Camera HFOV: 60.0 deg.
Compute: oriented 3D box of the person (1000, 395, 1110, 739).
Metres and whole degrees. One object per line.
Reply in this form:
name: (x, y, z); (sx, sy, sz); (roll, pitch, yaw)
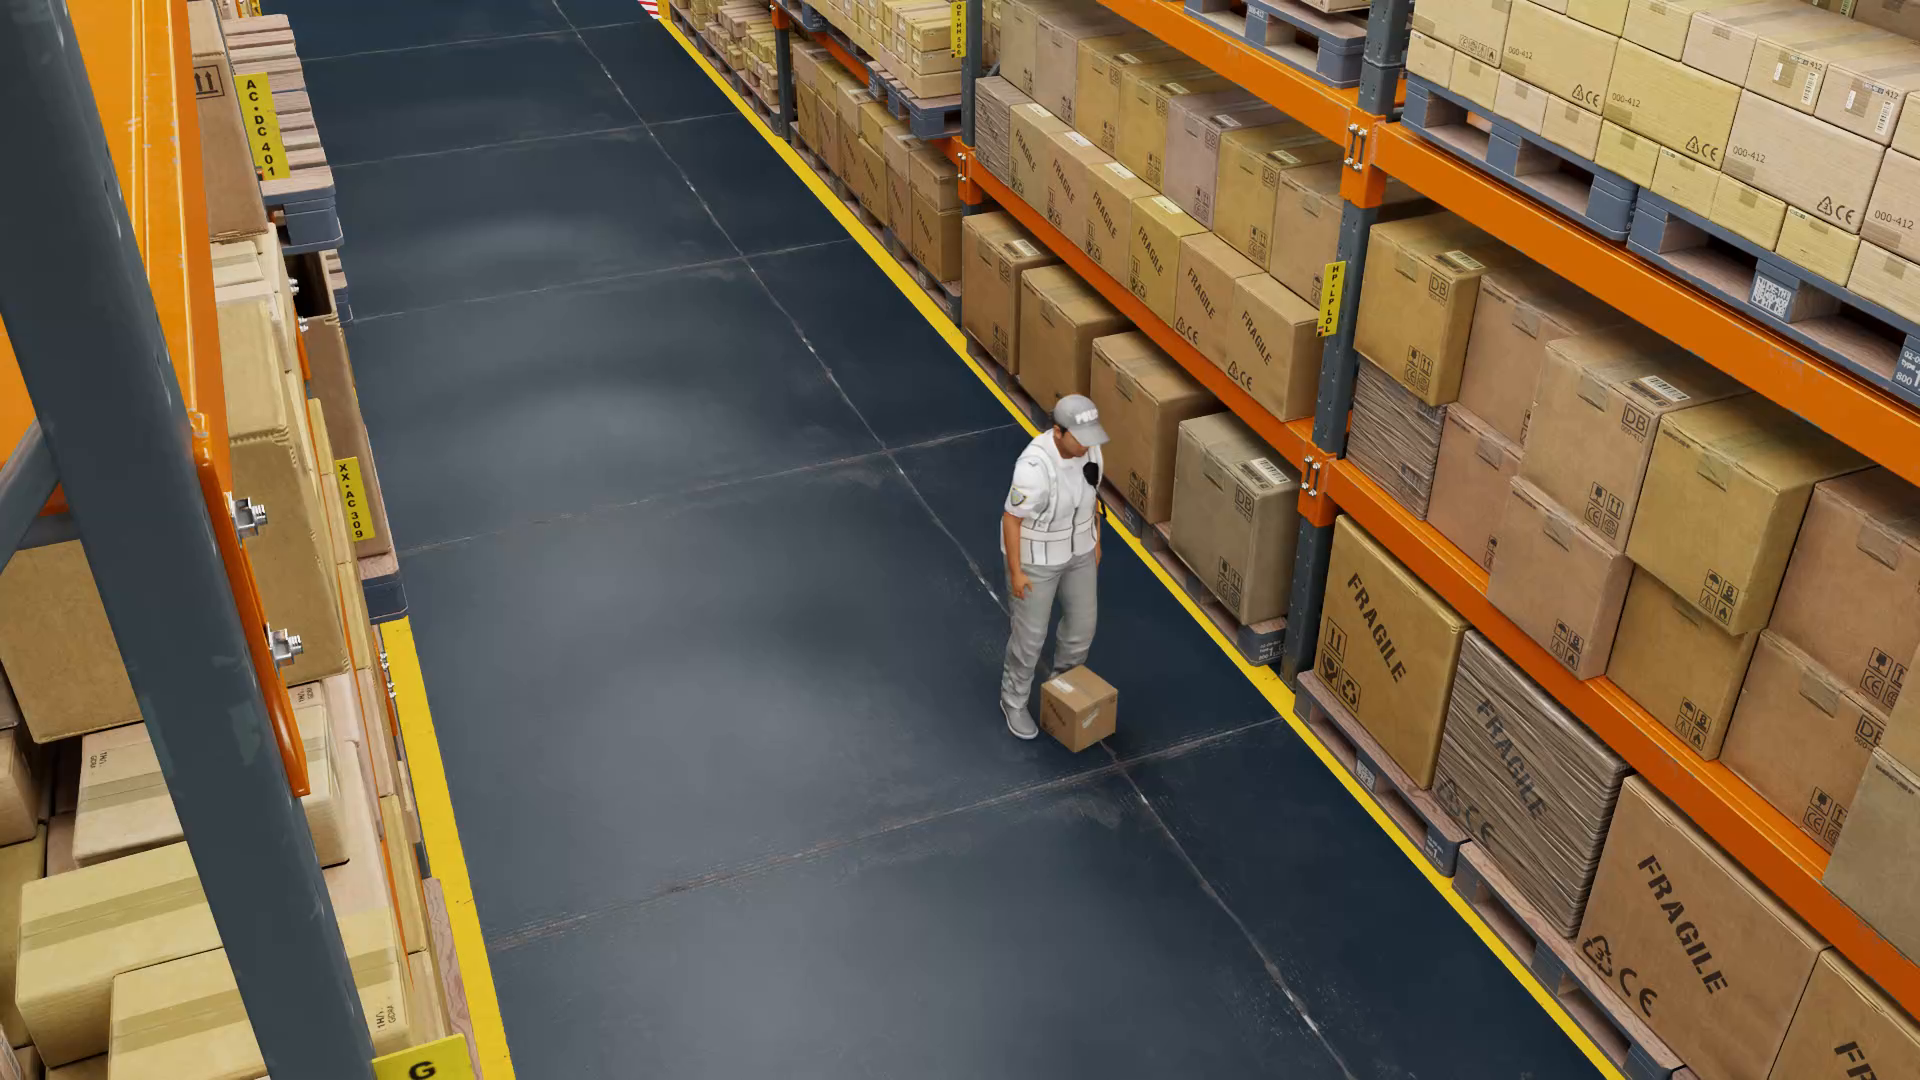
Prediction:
person: (0.423, 0.085, 7.391); (0.549, 1.664, 0.469); (-22, 39, -29)
